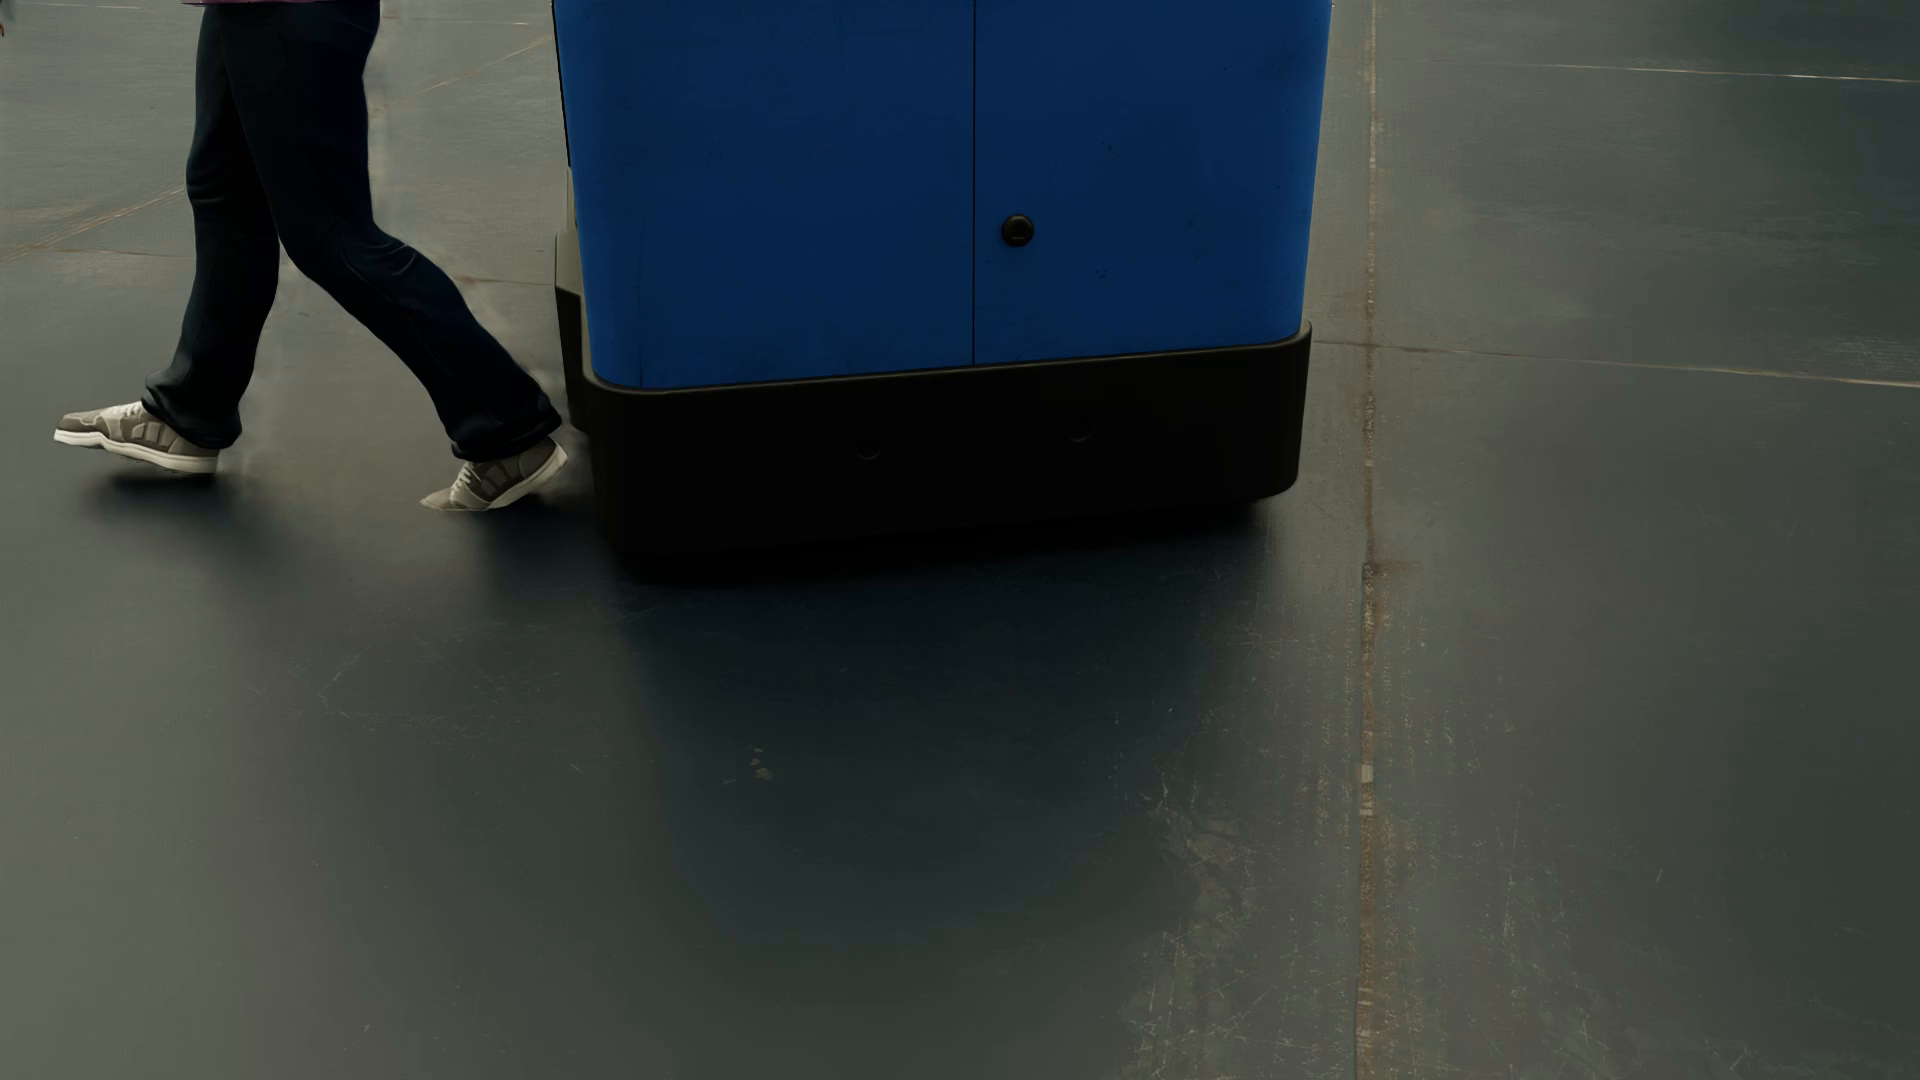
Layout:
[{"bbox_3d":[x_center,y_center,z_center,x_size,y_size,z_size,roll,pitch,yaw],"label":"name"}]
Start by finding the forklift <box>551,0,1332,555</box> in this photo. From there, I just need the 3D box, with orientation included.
[{"bbox_3d":[-0.293,-1.931,3.073,1.130,2.935,3.031,-5,27,-11],"label":"forklift"}]

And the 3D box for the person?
[{"bbox_3d":[-1.040,-0.761,2.352,0.799,1.590,0.627,-6,27,-13],"label":"person"}]
